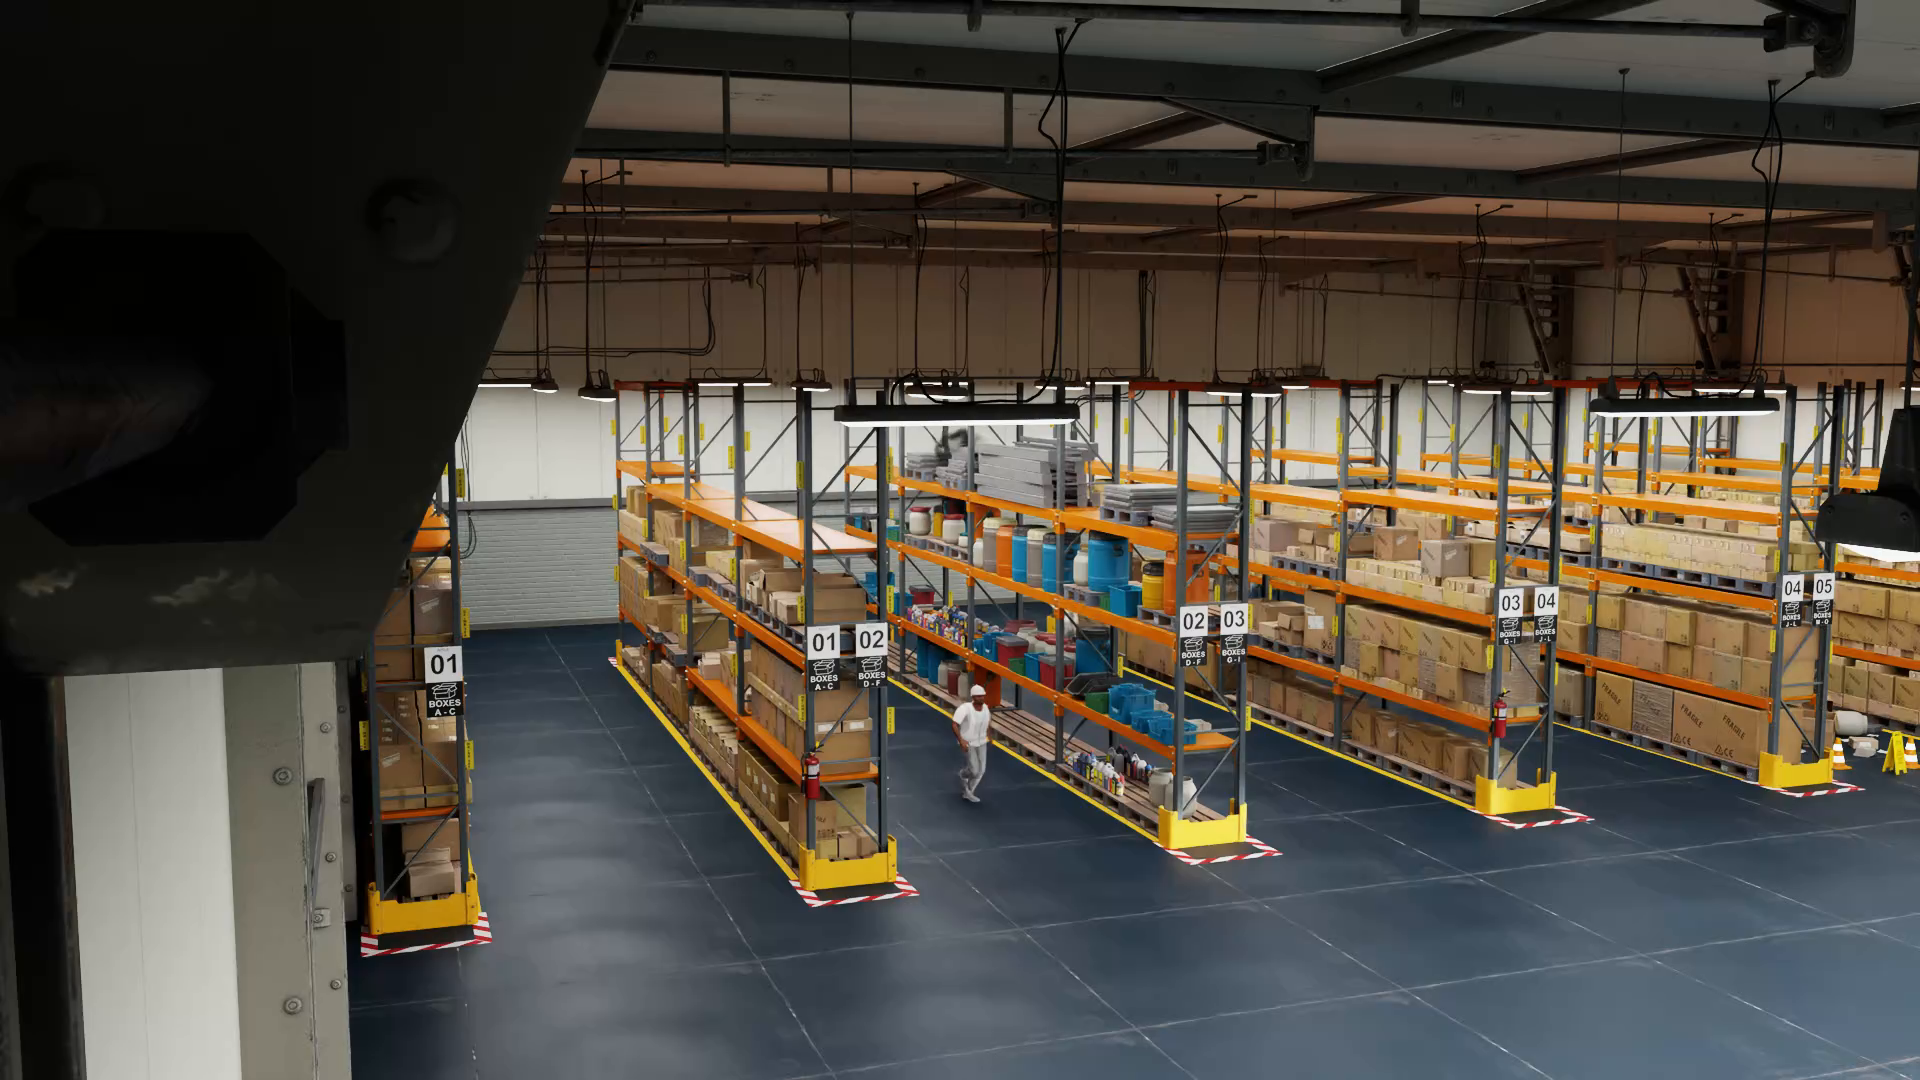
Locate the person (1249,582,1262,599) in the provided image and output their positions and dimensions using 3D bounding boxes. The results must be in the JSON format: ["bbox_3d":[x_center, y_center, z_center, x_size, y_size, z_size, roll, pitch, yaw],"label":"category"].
[{"bbox_3d":[7.455,1.058,41.628,0.720,1.789,0.675,-5,8,-41],"label":"person"}]

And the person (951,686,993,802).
[{"bbox_3d":[0.161,2.939,24.174,0.701,1.704,0.592,-4,7,-33],"label":"person"}]

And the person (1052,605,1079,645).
[{"bbox_3d":[2.286,1.553,34.849,0.669,1.805,0.718,-3,7,-24],"label":"person"}]
